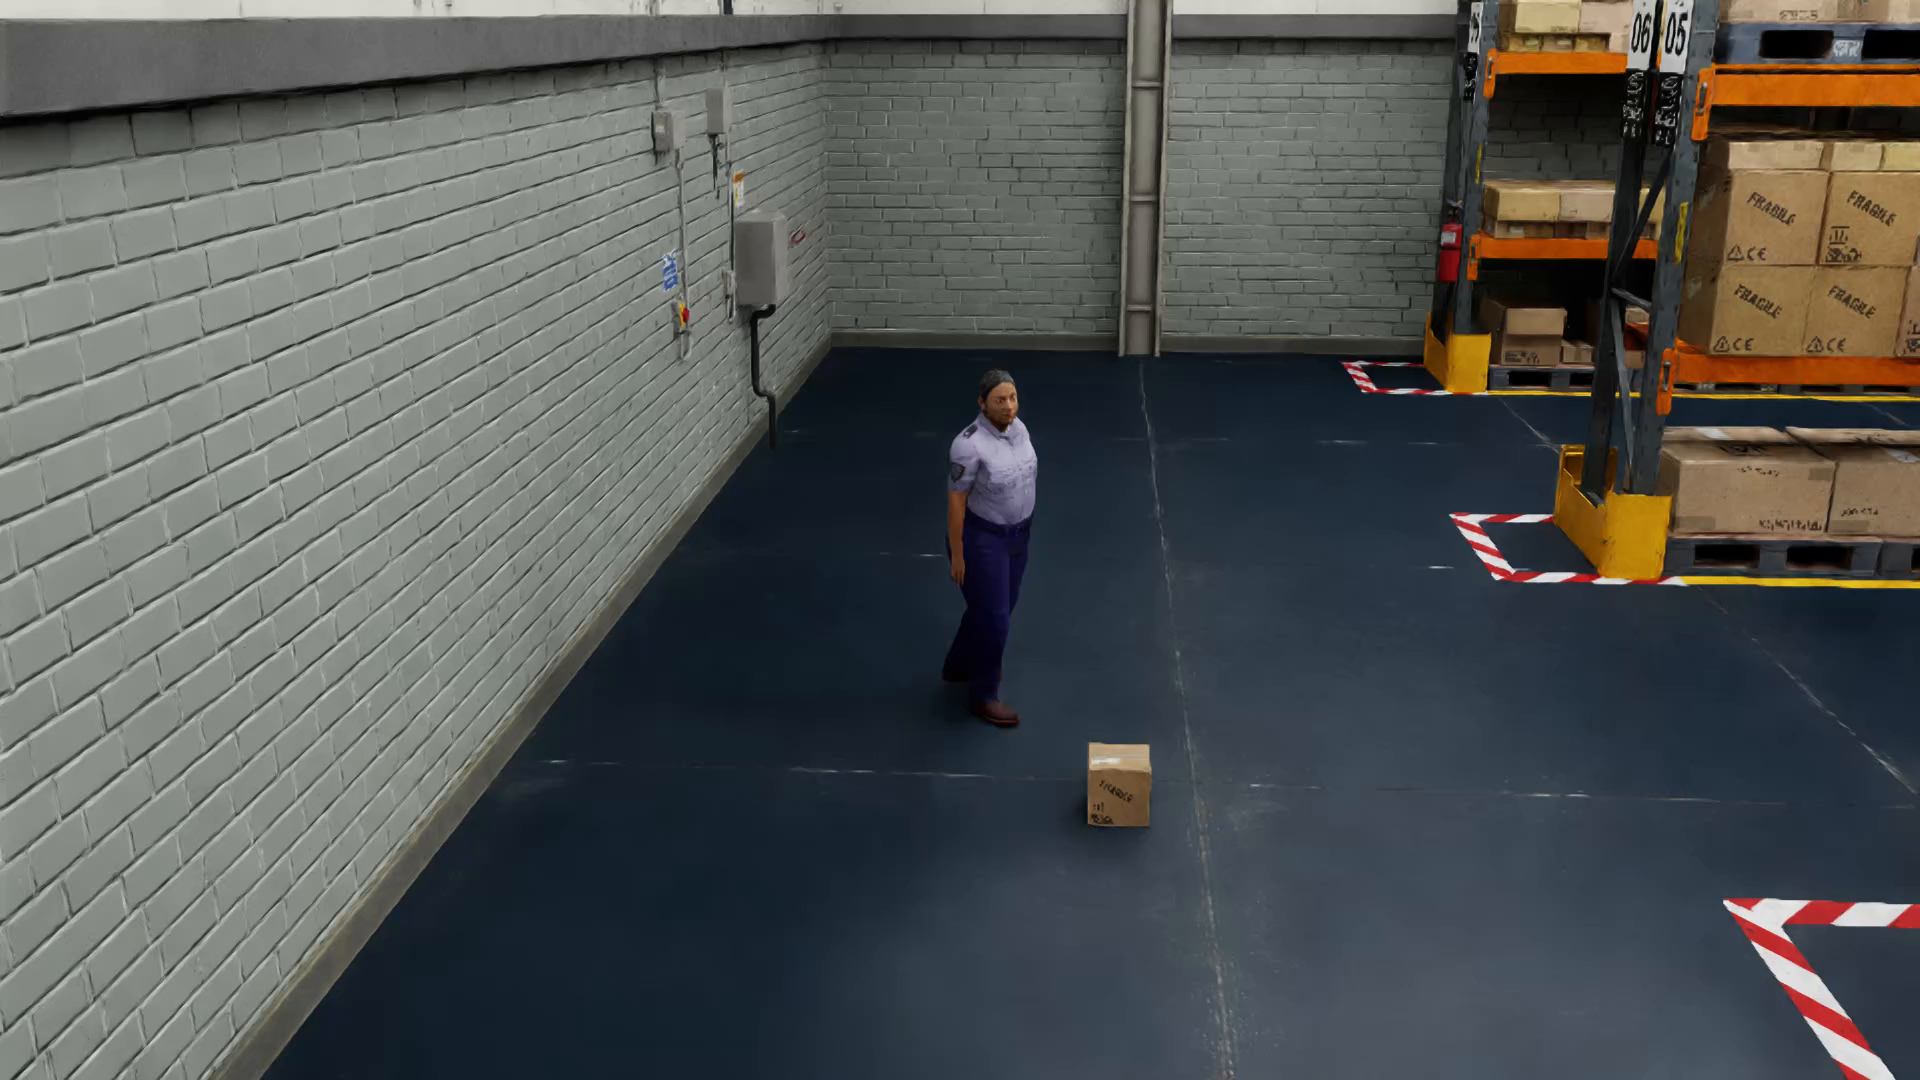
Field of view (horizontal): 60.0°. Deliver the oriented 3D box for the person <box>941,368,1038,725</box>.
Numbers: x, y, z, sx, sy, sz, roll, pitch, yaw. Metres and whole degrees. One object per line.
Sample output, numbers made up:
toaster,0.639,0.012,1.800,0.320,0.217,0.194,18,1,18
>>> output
person,0.093,-0.002,7.590,0.552,1.634,0.529,12,21,34
